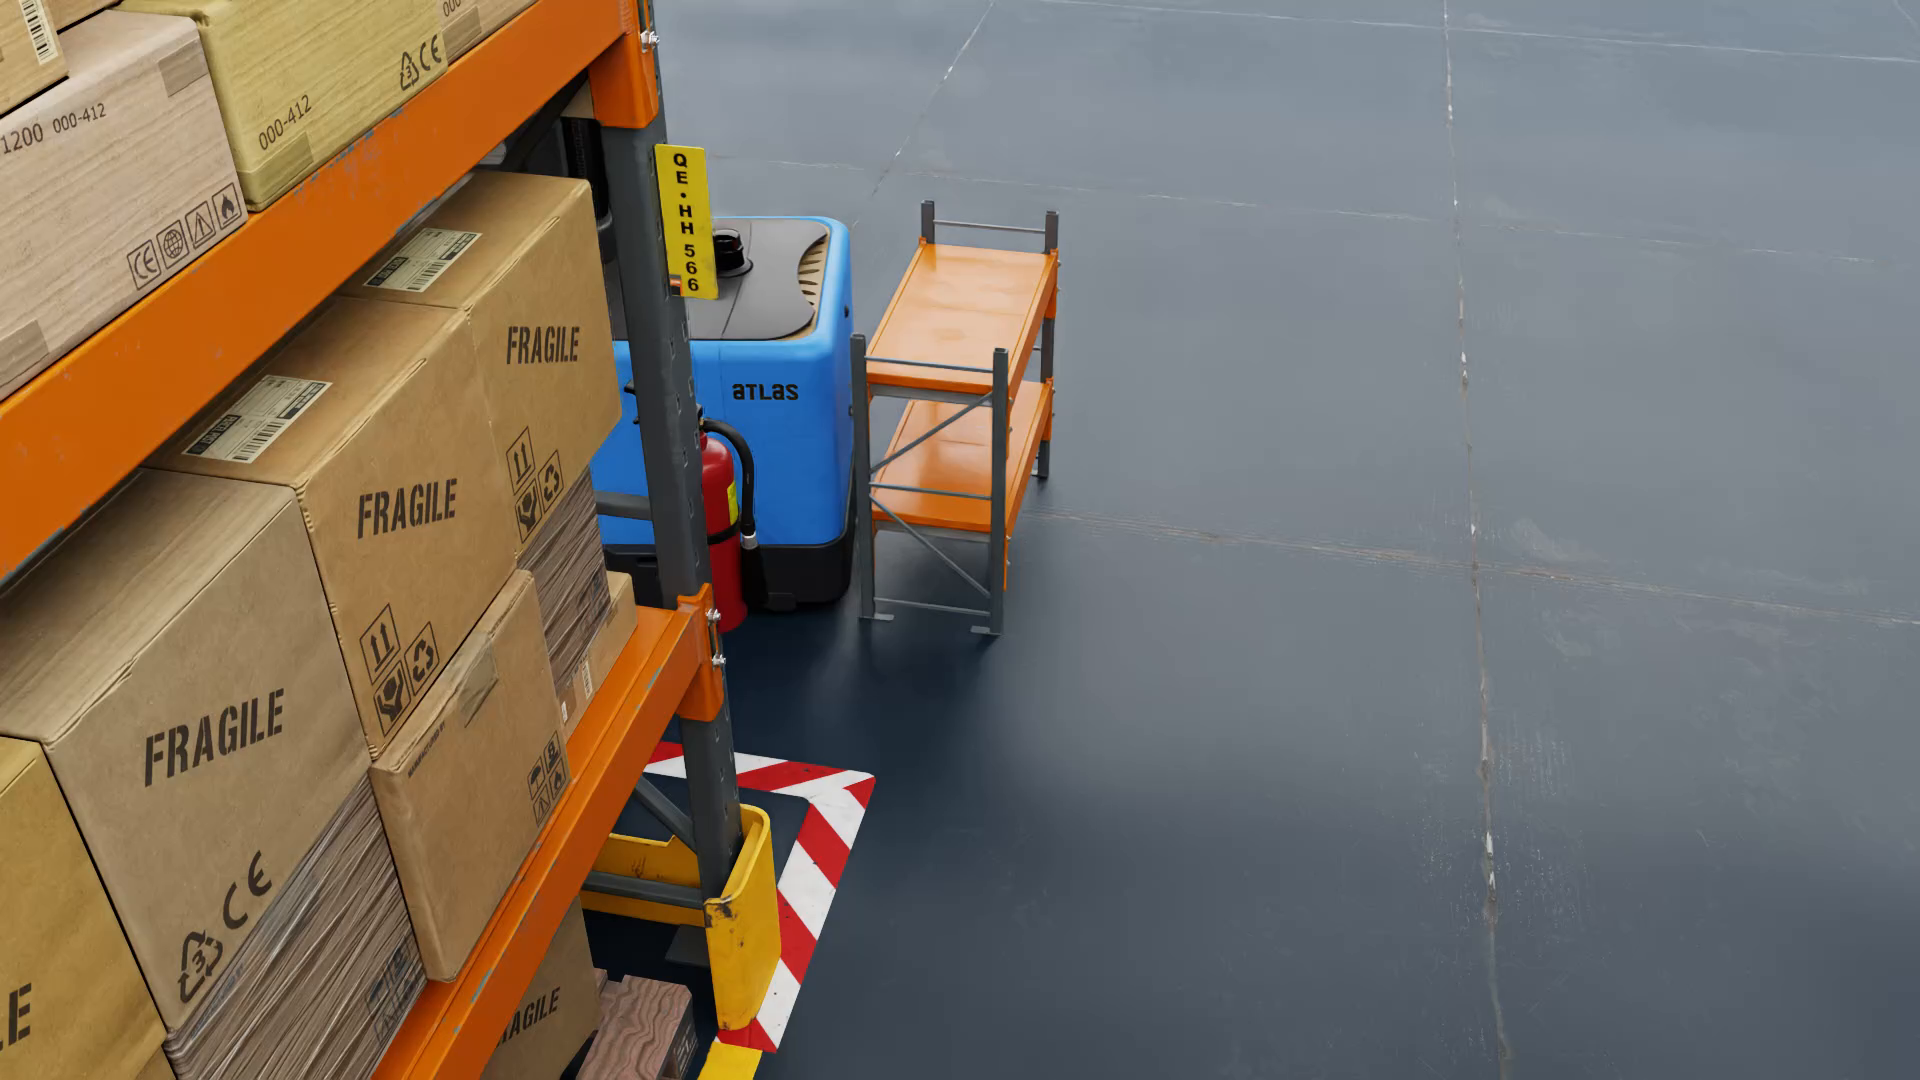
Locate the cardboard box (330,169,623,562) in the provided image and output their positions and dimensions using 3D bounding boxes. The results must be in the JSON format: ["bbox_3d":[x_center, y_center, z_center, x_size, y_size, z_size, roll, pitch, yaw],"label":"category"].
[{"bbox_3d":[-0.955,-0.332,2.961,0.500,0.500,0.500,7,37,10],"label":"cardboard box"}]

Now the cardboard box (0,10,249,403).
[{"bbox_3d":[-1.156,-0.378,1.788,0.500,0.250,0.500,8,37,11],"label":"cardboard box"}]

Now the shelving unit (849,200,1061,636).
[{"bbox_3d":[0.005,-0.451,5.914,0.538,1.125,1.048,7,36,9],"label":"shelving unit"}]

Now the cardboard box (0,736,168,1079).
[{"bbox_3d":[-1.281,0.528,1.775,0.500,0.500,0.500,7,37,10],"label":"cardboard box"}]

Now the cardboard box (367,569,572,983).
[{"bbox_3d":[-1.213,0.340,2.885,0.875,0.500,0.500,7,37,10],"label":"cardboard box"}]

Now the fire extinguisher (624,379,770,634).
[{"bbox_3d":[-0.605,-0.089,3.882,0.296,0.674,0.183,7,37,10],"label":"fire extinguisher"}]

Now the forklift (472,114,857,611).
[{"bbox_3d":[-1.905,-1.222,5.438,3.031,2.935,1.130,0,36,0],"label":"forklift"}]

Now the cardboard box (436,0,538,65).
[{"bbox_3d":[-0.934,-0.958,2.587,0.500,0.250,0.500,8,37,11],"label":"cardboard box"}]

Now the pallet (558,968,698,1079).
[{"bbox_3d":[-1.304,1.522,3.970,1.003,0.211,1.213,7,37,10],"label":"pallet"}]

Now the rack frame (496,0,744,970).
[{"bbox_3d":[-1.079,-0.112,3.849,1.000,3.000,0.127,7,37,10],"label":"rack frame"}]

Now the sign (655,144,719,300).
[{"bbox_3d":[-0.541,-0.628,3.304,0.100,0.325,0.005,7,37,10],"label":"sign"}]

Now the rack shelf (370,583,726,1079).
[{"bbox_3d":[-1.507,1.326,2.478,1.077,0.370,4.000,7,37,10],"label":"rack shelf"}]

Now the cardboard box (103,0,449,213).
[{"bbox_3d":[-1.038,-0.671,2.192,0.500,0.250,0.500,8,37,10],"label":"cardboard box"}]

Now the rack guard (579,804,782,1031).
[{"bbox_3d":[-1.096,0.944,4.522,1.175,0.500,0.348,7,37,10],"label":"rack guard"}]

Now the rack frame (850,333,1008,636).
[{"bbox_3d":[-0.097,-0.159,5.510,0.500,1.125,0.032,7,36,9],"label":"rack frame"}]

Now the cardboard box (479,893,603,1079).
[{"bbox_3d":[-1.229,1.086,3.968,0.500,0.500,0.500,14,38,19],"label":"cardboard box"}]

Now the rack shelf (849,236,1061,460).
[{"bbox_3d":[0.005,-0.688,5.742,0.538,0.278,1.000,7,36,9],"label":"rack shelf"}]

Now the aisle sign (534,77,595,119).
[{"bbox_3d":[-0.773,-1.163,3.083,0.394,0.787,0.004,7,37,10],"label":"aisle sign"}]

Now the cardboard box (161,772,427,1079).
[{"bbox_3d":[-1.362,0.622,2.497,0.875,0.500,0.500,7,37,10],"label":"cardboard box"}]

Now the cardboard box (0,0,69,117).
[{"bbox_3d":[-1.119,-0.484,1.594,0.380,0.149,0.250,6,36,8],"label":"cardboard box"}]

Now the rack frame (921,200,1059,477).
[{"bbox_3d":[0.107,-0.743,6.317,0.500,1.125,0.032,7,36,9],"label":"rack frame"}]

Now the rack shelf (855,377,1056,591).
[{"bbox_3d":[0.005,-0.253,6.057,0.538,0.278,1.000,7,36,9],"label":"rack shelf"}]

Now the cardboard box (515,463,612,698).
[{"bbox_3d":[-1.224,0.039,3.302,0.875,0.500,0.500,7,37,10],"label":"cardboard box"}]

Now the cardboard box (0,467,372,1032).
[{"bbox_3d":[-1.166,0.242,2.169,0.500,0.500,0.500,7,37,10],"label":"cardboard box"}]

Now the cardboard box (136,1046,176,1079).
[{"bbox_3d":[-1.481,0.907,2.104,0.875,0.500,0.500,7,37,10],"label":"cardboard box"}]

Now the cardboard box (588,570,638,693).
[{"bbox_3d":[-0.939,0.179,3.661,0.380,0.149,0.250,7,37,10],"label":"cardboard box"}]

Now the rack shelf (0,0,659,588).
[{"bbox_3d":[-1.507,0.111,1.598,1.077,0.370,4.000,7,37,10],"label":"rack shelf"}]

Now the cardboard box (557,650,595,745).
[{"bbox_3d":[-0.993,0.322,3.464,0.380,0.149,0.250,7,37,10],"label":"cardboard box"}]

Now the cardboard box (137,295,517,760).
[{"bbox_3d":[-1.057,-0.044,2.564,0.500,0.500,0.500,7,37,10],"label":"cardboard box"}]
